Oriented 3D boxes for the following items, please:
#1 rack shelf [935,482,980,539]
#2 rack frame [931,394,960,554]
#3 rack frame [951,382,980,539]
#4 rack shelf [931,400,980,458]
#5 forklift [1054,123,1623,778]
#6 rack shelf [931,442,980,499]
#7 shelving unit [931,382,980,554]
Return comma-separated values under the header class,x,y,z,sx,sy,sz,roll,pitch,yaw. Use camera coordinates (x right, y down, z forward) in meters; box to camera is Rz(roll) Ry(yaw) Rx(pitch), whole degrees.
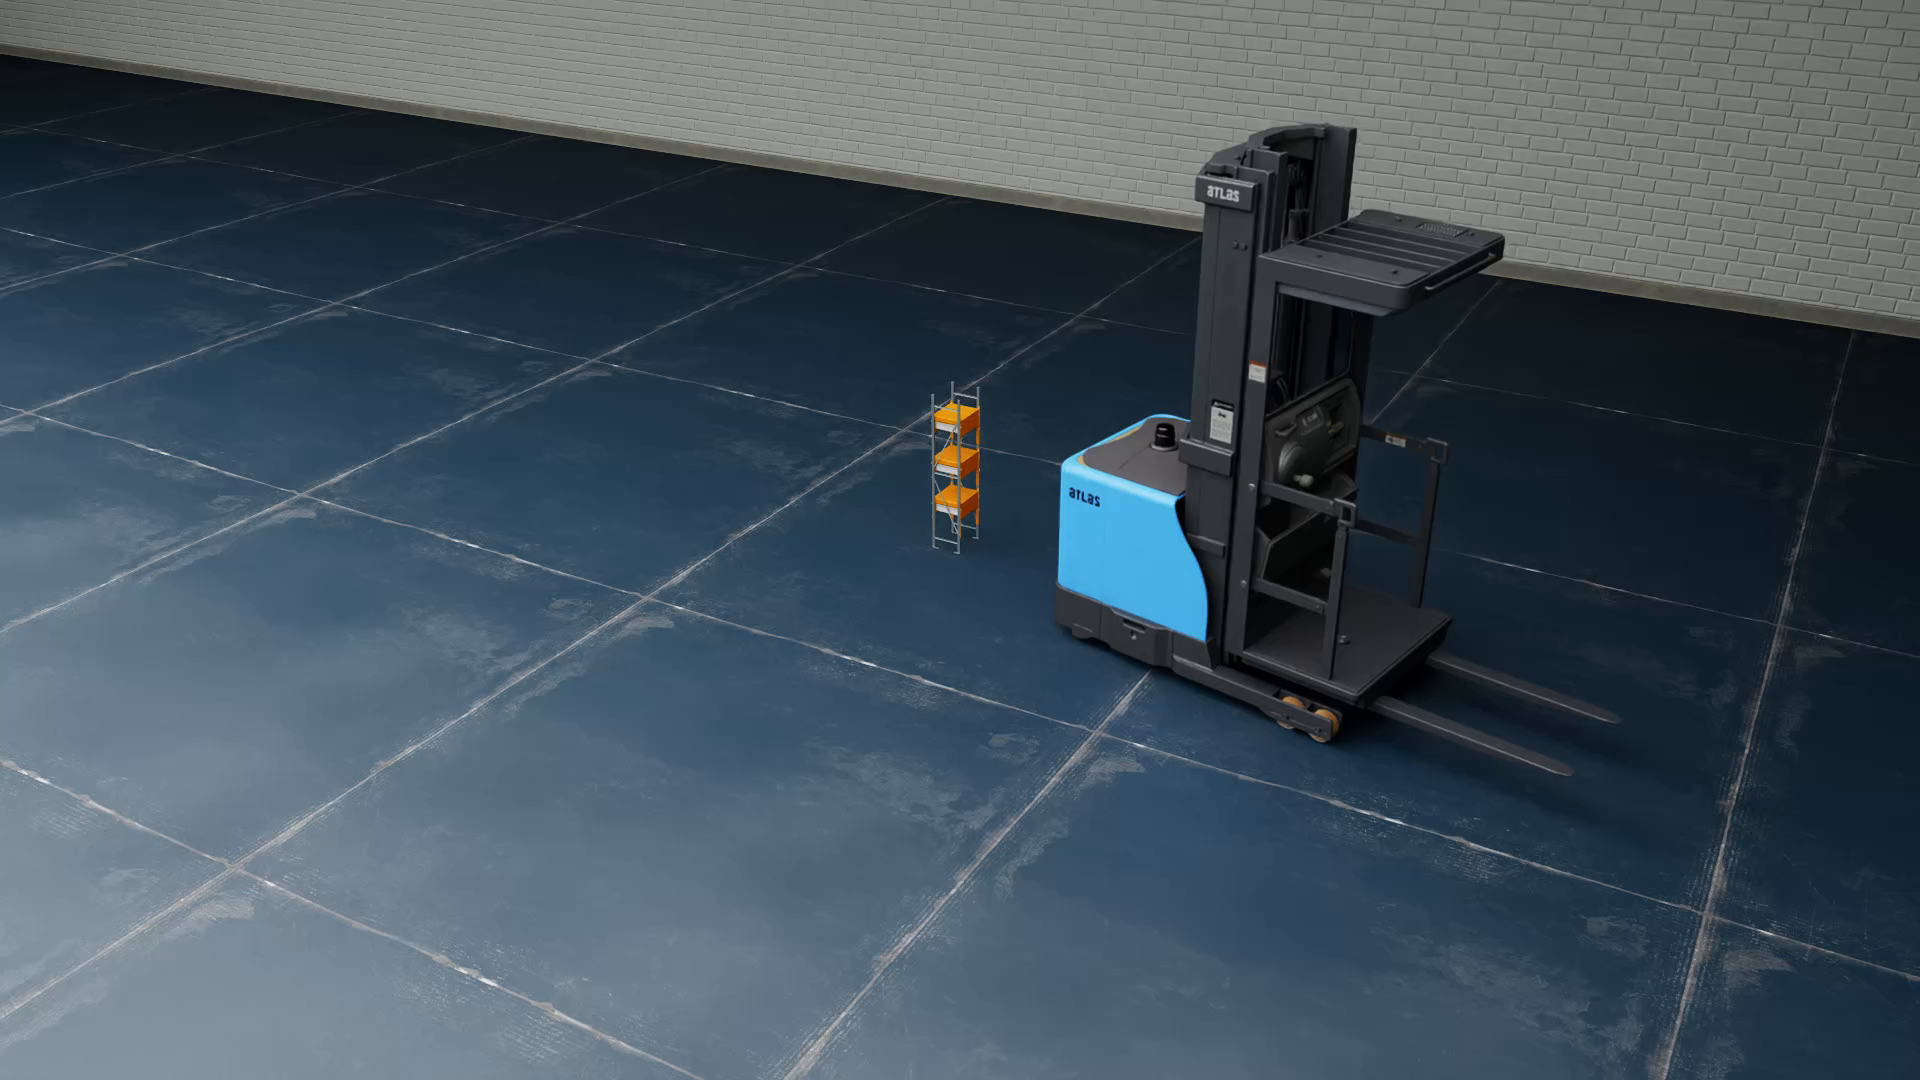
class,x,y,z,sx,sy,sz,roll,pitch,yaw
rack shelf,-0.026,-0.191,10.602,0.215,0.259,0.240,14,30,26
rack frame,-0.086,-0.401,10.378,0.200,1.050,0.008,14,30,26
rack frame,0.034,-0.496,10.568,0.200,1.050,0.008,14,30,26
rack shelf,-0.026,-0.693,10.351,0.215,0.259,0.240,14,30,26
forklift,1.996,-0.527,8.528,3.031,2.935,1.130,21,33,35
rack shelf,-0.026,-0.439,10.478,0.215,0.259,0.240,14,30,26
shelving unit,-0.026,-0.449,10.473,0.215,1.050,0.252,14,30,26
